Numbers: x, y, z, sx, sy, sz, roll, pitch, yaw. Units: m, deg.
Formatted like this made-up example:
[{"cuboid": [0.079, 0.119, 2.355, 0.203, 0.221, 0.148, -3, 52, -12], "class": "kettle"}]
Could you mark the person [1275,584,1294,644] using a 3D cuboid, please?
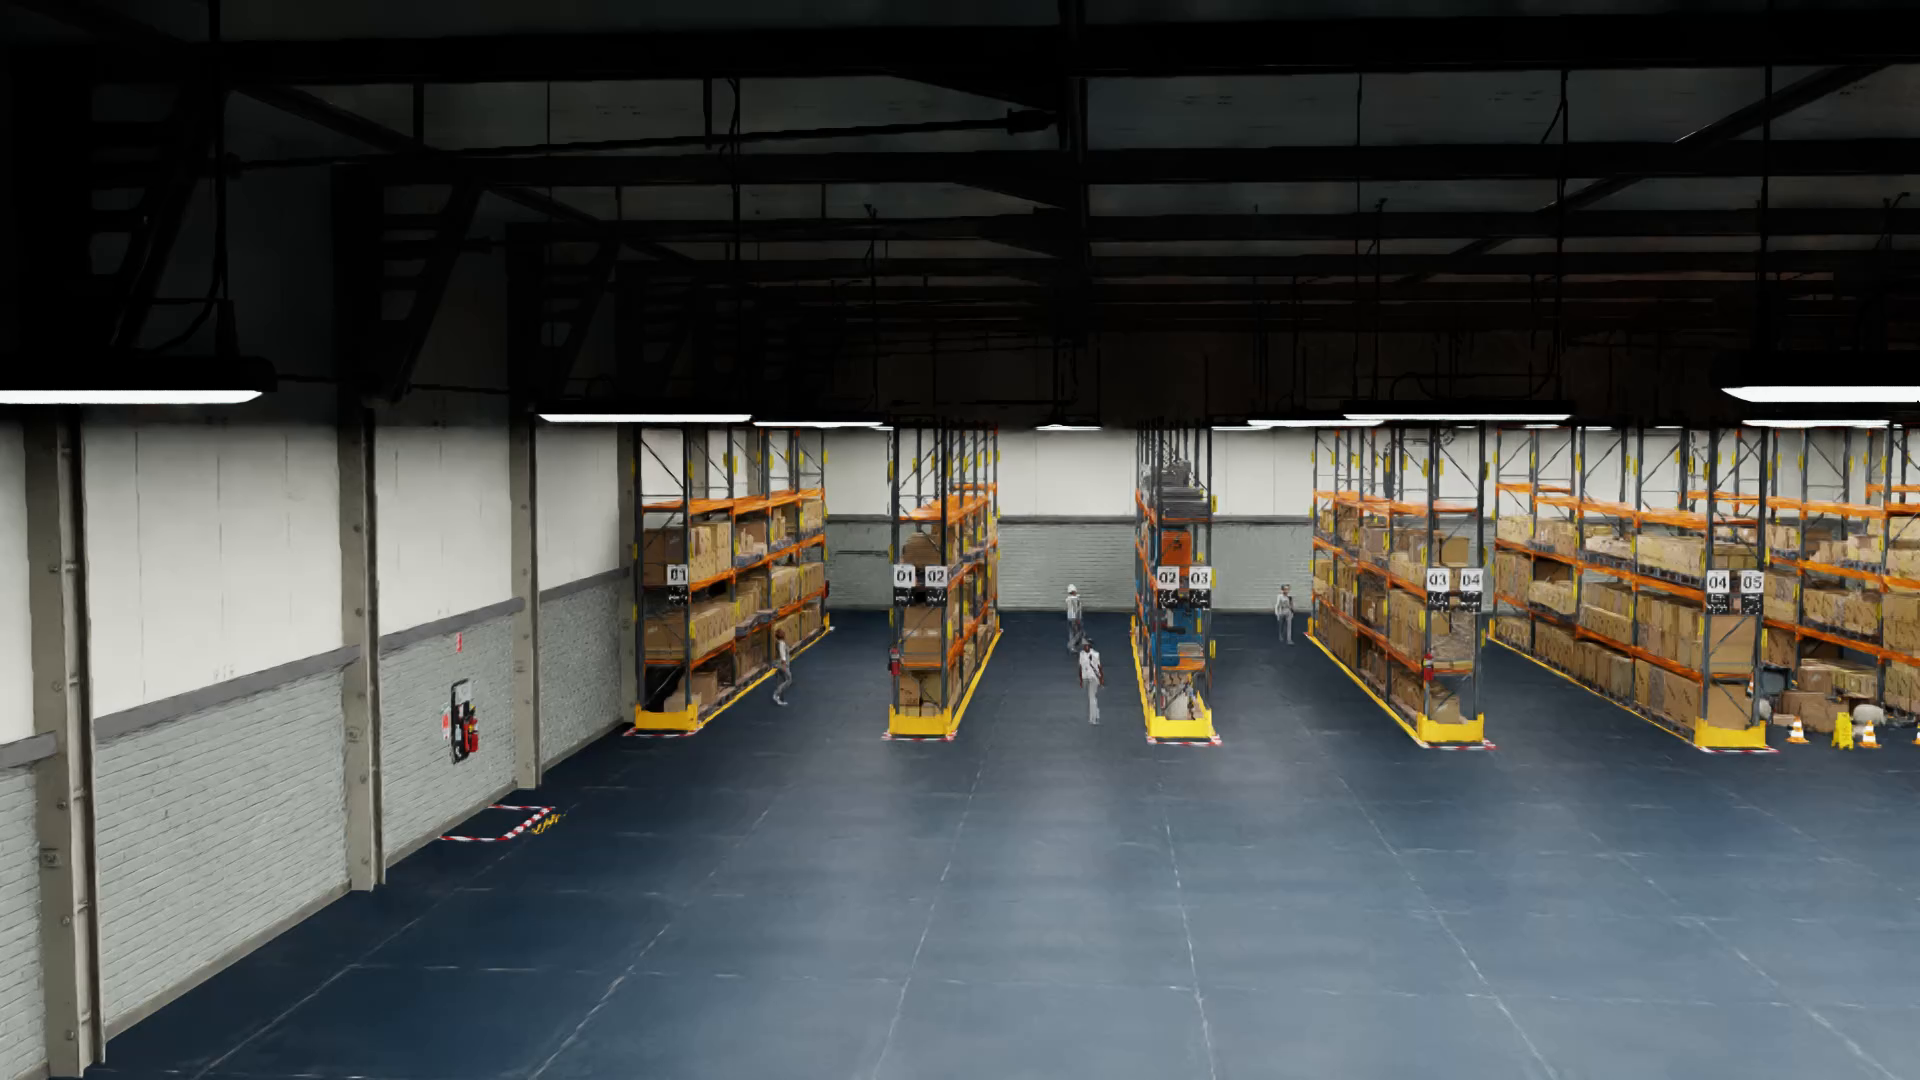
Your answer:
[{"cuboid": [8.778, 1.975, 44.961, 0.495, 1.589, 1.086, 0, 4, 7], "class": "person"}]

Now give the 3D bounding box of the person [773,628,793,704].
[{"cuboid": [-3.750, 2.651, 34.836, 0.407, 1.594, 0.455, -2, 4, -23], "class": "person"}]

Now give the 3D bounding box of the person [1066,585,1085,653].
[{"cuboid": [2.937, 2.041, 42.902, 0.446, 1.761, 0.569, -1, 4, -22], "class": "person"}]

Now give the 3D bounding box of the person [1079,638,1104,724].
[{"cuboid": [2.592, 2.760, 32.849, 0.477, 1.712, 0.528, 3, 5, 39], "class": "person"}]
